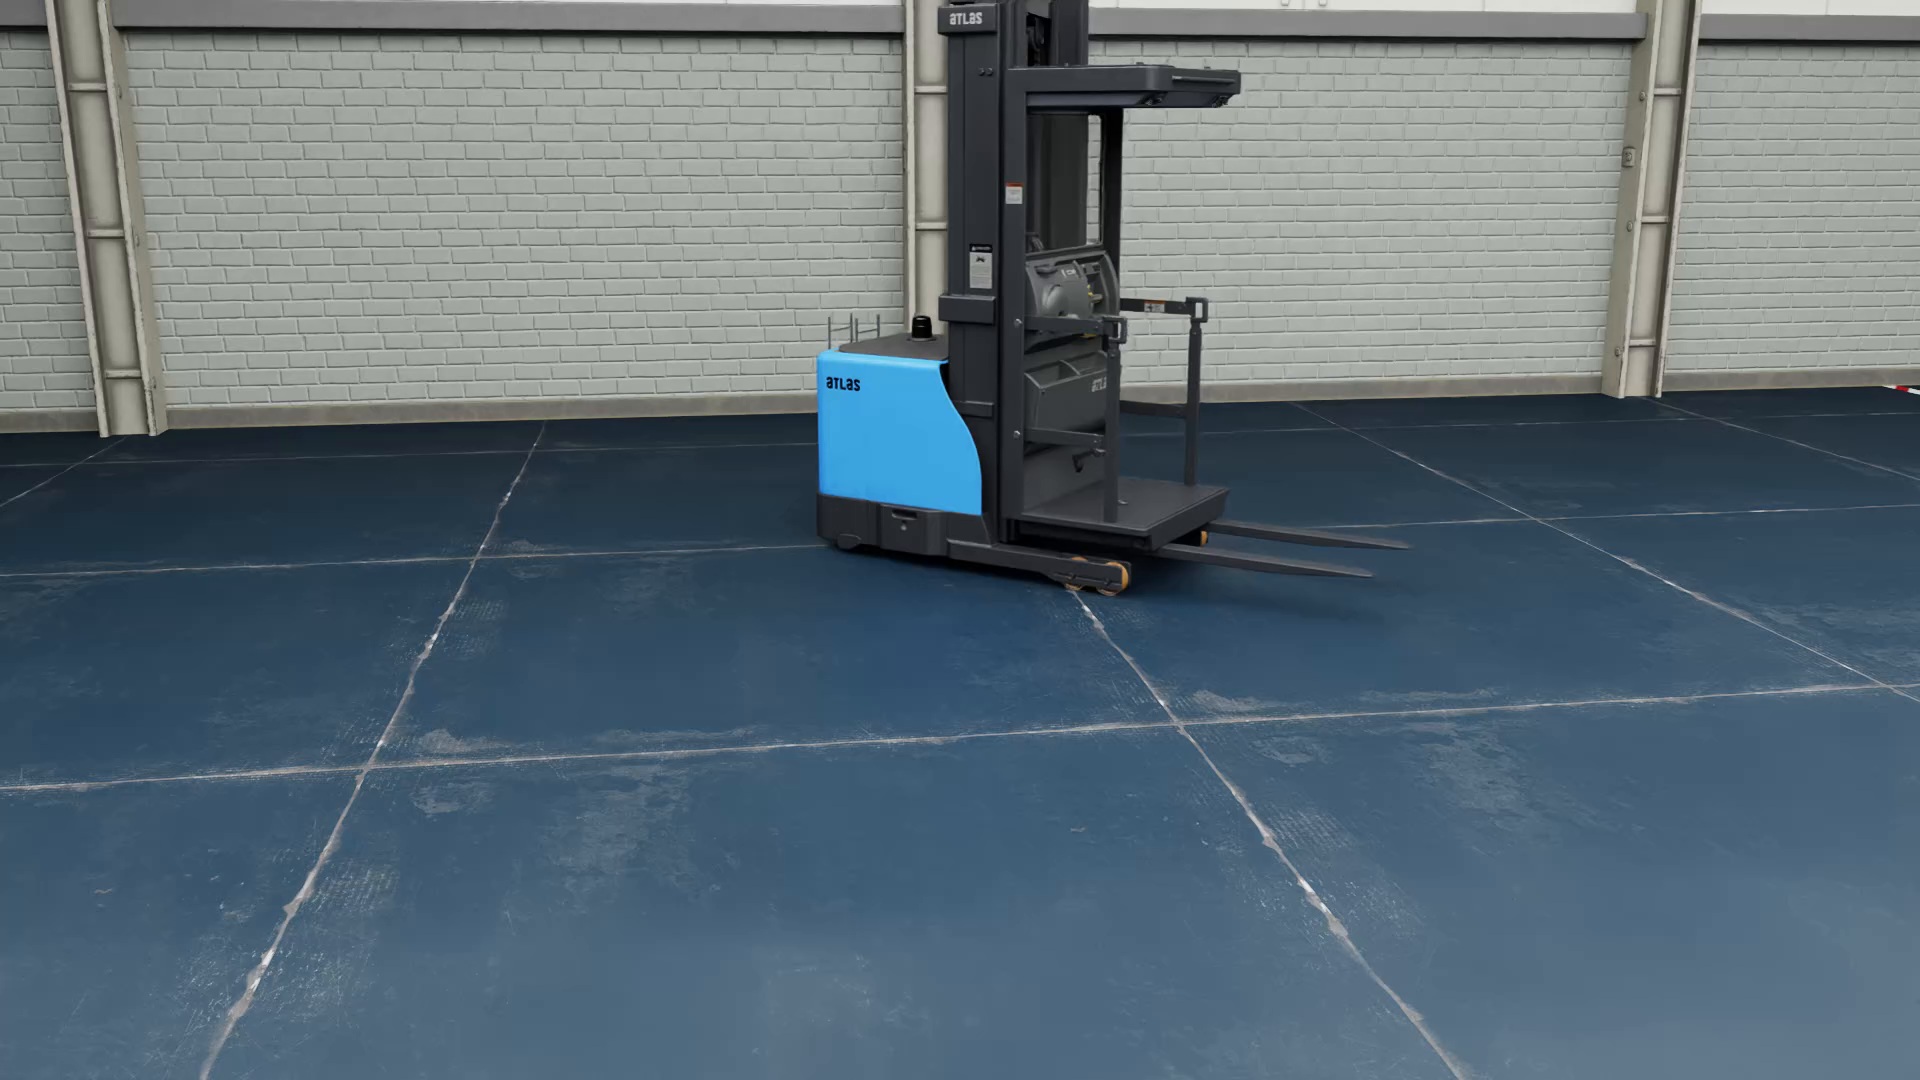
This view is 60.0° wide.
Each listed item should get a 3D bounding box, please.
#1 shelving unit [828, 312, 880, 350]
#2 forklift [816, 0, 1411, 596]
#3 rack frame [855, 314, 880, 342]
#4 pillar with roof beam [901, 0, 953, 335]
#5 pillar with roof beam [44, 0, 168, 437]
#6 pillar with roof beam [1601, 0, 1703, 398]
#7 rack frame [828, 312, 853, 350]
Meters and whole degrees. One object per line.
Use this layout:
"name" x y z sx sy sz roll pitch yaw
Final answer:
"shelving unit" -0.594 -0.673 9.439 0.189 1.200 0.258 8 16 30
"forklift" 0.754 -1.295 8.362 3.031 2.935 1.130 8 16 30
"rack frame" -0.515 -0.662 9.394 0.006 1.200 0.240 8 16 30
"pillar with roof beam" 0.413 -4.348 8.061 0.400 9.000 9.100 -2 14 -8
"pillar with roof beam" -5.520 -4.131 7.194 0.400 9.000 9.100 -2 14 -8
"pillar with roof beam" 6.346 -4.566 8.928 0.400 9.000 9.100 -2 14 -8
"rack frame" -0.672 -0.684 9.484 0.006 1.200 0.240 8 16 30
